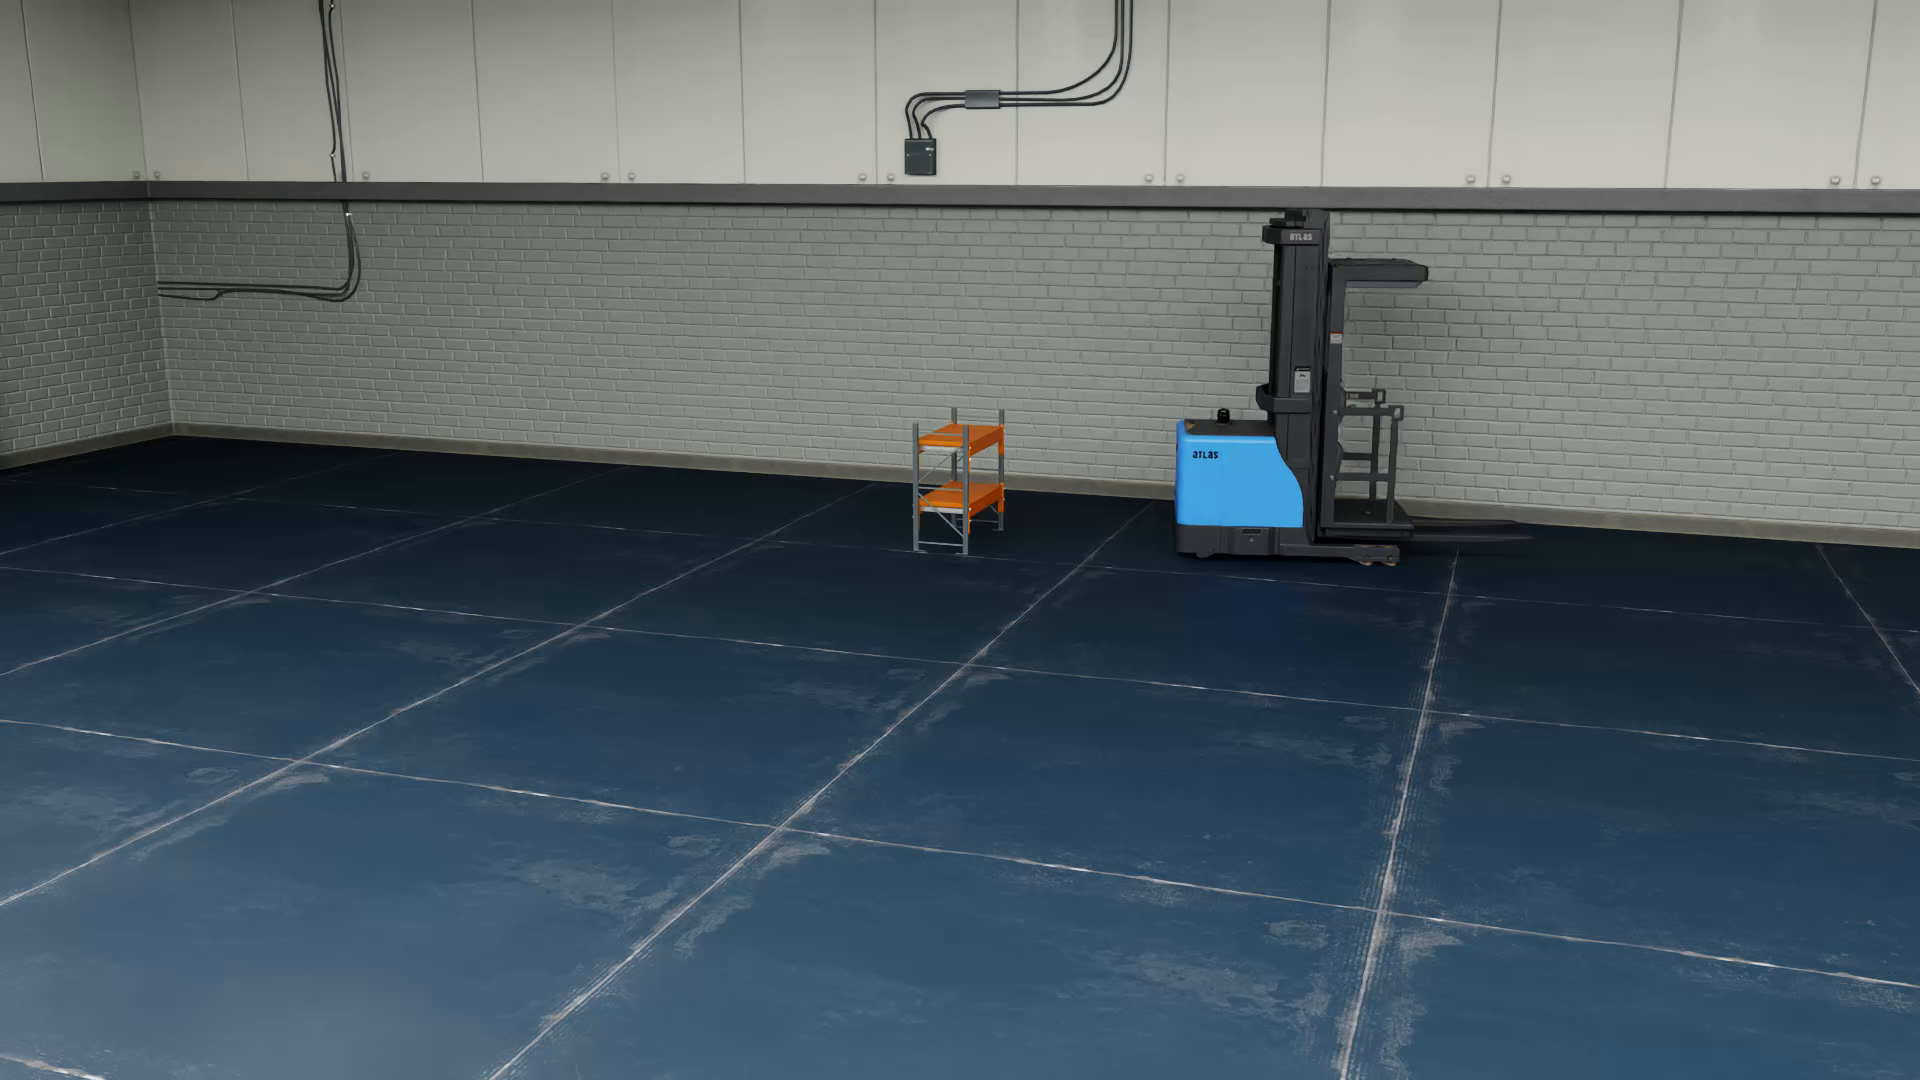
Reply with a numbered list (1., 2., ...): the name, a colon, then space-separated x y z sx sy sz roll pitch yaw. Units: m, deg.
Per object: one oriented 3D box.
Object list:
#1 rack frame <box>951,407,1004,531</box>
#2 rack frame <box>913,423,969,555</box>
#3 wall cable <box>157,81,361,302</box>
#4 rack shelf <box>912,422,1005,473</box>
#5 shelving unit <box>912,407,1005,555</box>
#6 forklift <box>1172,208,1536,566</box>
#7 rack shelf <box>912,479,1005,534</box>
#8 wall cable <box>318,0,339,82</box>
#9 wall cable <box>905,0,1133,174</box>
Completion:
1. rack frame: 0.162 -0.654 15.325 0.500 1.125 0.032 4 14 18
2. rack frame: -0.167 -0.440 14.388 0.500 1.125 0.032 4 14 18
3. wall cable: -8.435 -4.072 19.585 3.097 2.526 0.112 4 14 18
4. rack shelf: -0.002 -0.832 14.791 0.538 0.278 1.000 4 14 18
5. shelving unit: -0.002 -0.547 14.857 0.538 1.125 1.048 4 14 18
6. forklift: 3.396 -1.335 14.251 3.031 2.935 1.130 1 13 6
7. rack shelf: -0.002 -0.309 14.911 0.538 0.278 1.000 4 14 18
8. wall cable: -5.876 -6.340 18.170 3.097 2.526 0.112 4 14 18
9. wall cable: 0.542 -6.557 15.852 2.305 6.003 0.169 4 14 18
